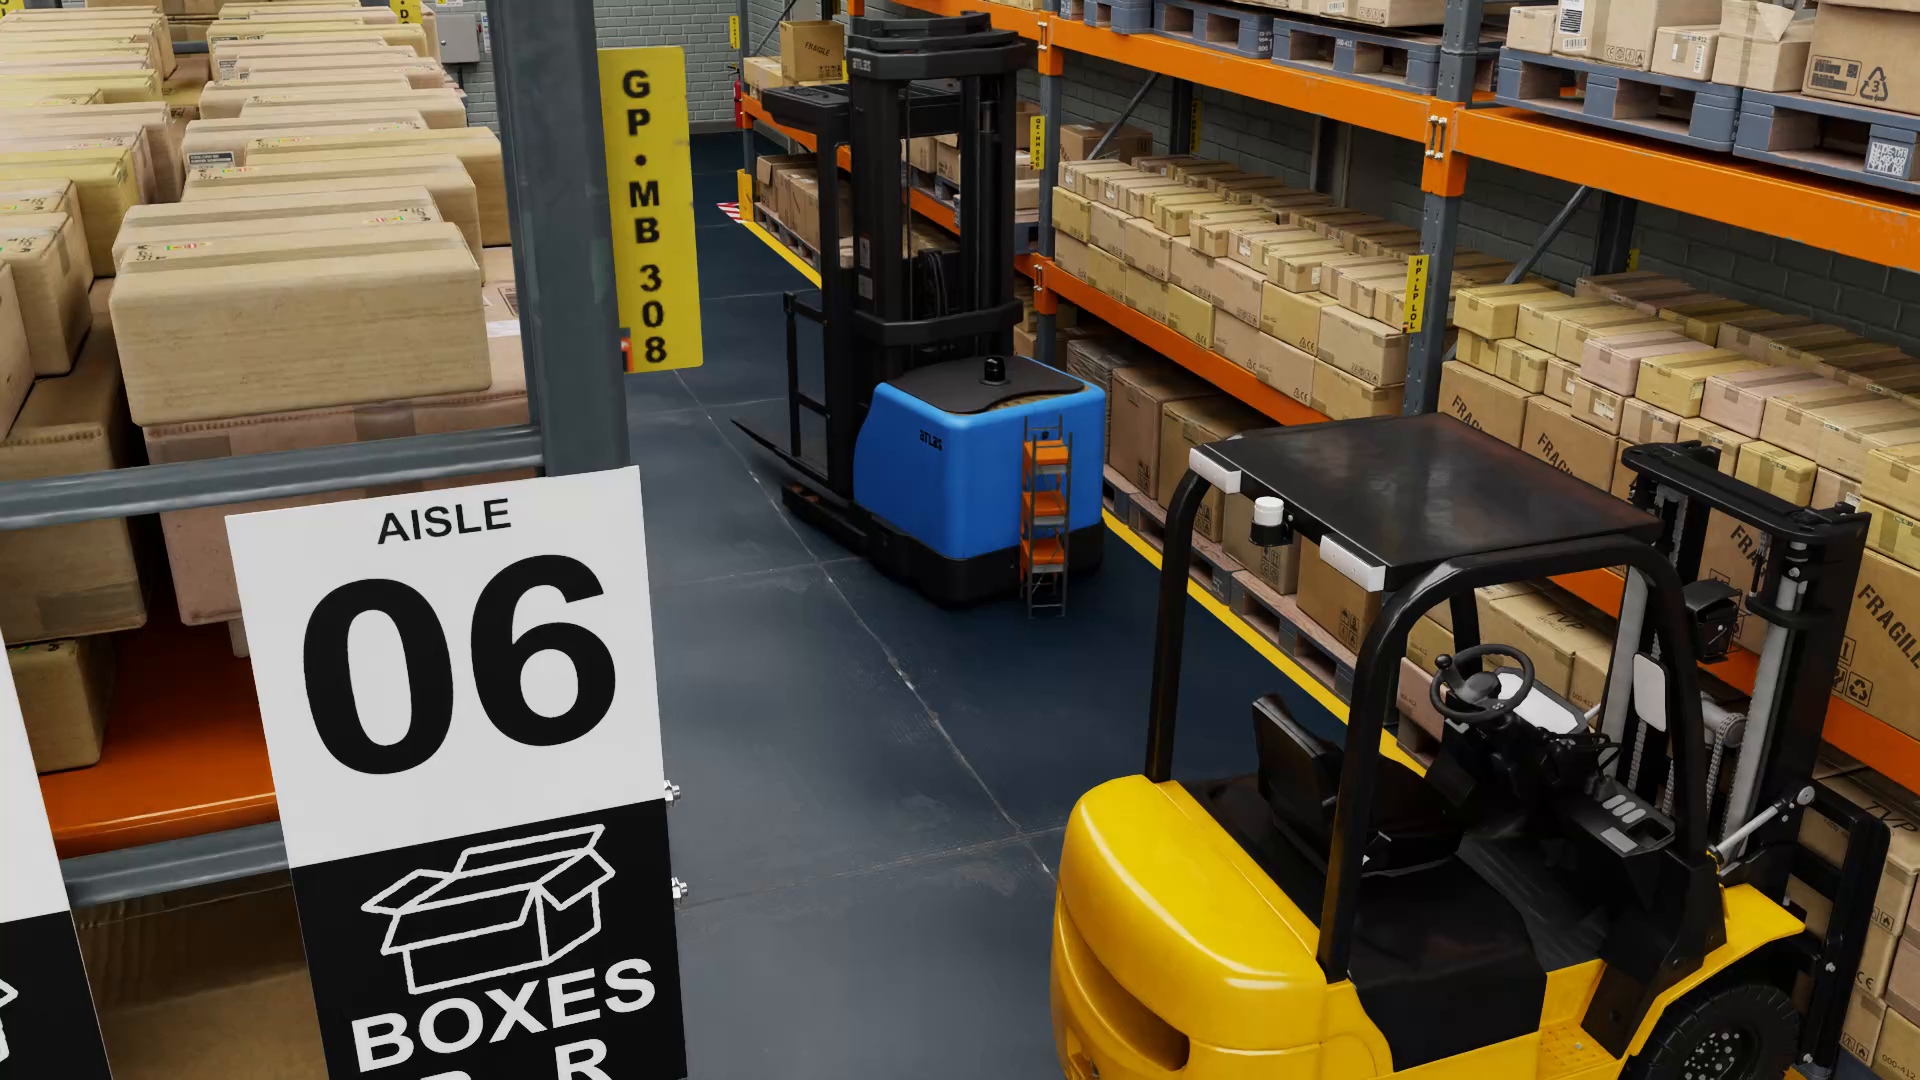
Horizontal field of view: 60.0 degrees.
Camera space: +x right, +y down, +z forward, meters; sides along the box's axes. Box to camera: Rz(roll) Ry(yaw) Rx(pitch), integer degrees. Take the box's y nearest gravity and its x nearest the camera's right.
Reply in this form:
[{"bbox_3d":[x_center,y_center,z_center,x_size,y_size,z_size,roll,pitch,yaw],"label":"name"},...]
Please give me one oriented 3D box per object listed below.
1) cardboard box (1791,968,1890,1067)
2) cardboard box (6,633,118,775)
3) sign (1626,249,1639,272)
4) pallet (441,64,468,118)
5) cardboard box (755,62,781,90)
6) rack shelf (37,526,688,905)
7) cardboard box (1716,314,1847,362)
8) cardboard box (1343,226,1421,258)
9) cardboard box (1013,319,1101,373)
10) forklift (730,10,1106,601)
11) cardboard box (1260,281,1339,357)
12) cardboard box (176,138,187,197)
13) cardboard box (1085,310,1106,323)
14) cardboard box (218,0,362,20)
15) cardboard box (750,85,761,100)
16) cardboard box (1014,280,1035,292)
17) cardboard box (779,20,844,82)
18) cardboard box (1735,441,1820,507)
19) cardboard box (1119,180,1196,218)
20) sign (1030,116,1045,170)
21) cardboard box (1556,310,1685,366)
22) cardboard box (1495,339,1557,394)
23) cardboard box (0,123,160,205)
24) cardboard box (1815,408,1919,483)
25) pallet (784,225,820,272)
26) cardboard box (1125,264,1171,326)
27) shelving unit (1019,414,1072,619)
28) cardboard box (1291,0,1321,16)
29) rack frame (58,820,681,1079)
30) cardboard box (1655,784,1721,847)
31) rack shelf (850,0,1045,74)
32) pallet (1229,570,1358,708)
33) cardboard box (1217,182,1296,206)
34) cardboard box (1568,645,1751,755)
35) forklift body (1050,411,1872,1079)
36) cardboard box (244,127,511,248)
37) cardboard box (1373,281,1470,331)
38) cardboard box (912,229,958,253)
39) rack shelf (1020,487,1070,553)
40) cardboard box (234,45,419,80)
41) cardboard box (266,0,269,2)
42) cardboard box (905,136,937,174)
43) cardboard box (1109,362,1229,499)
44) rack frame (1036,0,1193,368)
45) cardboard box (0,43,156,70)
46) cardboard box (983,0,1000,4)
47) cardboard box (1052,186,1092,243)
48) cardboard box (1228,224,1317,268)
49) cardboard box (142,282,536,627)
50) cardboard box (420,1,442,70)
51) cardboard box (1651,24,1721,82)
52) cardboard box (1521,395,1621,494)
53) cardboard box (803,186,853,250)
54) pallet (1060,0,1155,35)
[{"bbox_3d":[3.020,1.430,5.493,0.500,0.250,0.500,-8,24,-18],"label":"cardboard box"},{"bbox_3d":[-1.214,0.174,1.936,0.380,0.149,0.250,-8,24,-19],"label":"cardboard box"},{"bbox_3d":[2.922,-1.116,7.320,0.100,0.325,0.005,-8,24,-19],"label":"sign"},{"bbox_3d":[-2.358,-1.456,5.723,1.213,0.211,1.003,-8,24,-19],"label":"pallet"},{"bbox_3d":[-1.749,-4.647,16.724,0.500,0.250,0.500,-8,24,-18],"label":"cardboard box"},{"bbox_3d":[-1.533,-0.246,3.535,1.077,0.370,4.000,-8,24,-19],"label":"rack shelf"},{"bbox_3d":[3.101,-0.738,6.292,0.380,0.149,0.250,-9,24,-20],"label":"cardboard box"},{"bbox_3d":[2.173,-1.486,8.449,0.380,0.149,0.250,-8,24,-19],"label":"cardboard box"},{"bbox_3d":[0.640,-1.223,11.468,0.500,0.500,0.500,-8,24,-17],"label":"cardboard box"},{"bbox_3d":[-0.428,-1.547,9.647,1.130,2.935,3.031,-14,27,-30],"label":"forklift"},{"bbox_3d":[1.802,-1.095,8.034,0.500,0.250,0.500,-9,24,-20],"label":"cardboard box"},{"bbox_3d":[-1.804,-0.621,3.310,0.500,0.250,0.500,-8,24,-18],"label":"cardboard box"},{"bbox_3d":[1.097,-1.630,11.598,0.380,0.149,0.250,-7,24,-16],"label":"cardboard box"},{"bbox_3d":[-1.923,-1.470,4.811,0.380,0.149,0.250,-8,24,-18],"label":"cardboard box"},{"bbox_3d":[-1.977,-4.691,17.342,0.380,0.149,0.250,-9,24,-19],"label":"cardboard box"},{"bbox_3d":[0.402,-1.739,11.857,0.380,0.149,0.250,-9,25,-21],"label":"cardboard box"},{"bbox_3d":[-1.398,-4.631,15.720,0.500,0.500,0.500,-8,24,-18],"label":"cardboard box"},{"bbox_3d":[2.797,-0.233,5.476,0.380,0.149,0.250,-9,24,-20],"label":"cardboard box"},{"bbox_3d":[1.142,-1.966,9.589,0.380,0.149,0.250,-8,24,-18],"label":"cardboard box"},{"bbox_3d":[0.486,-2.477,10.375,0.100,0.325,0.005,-8,24,-19],"label":"sign"},{"bbox_3d":[2.514,-0.756,6.334,0.380,0.149,0.250,-9,24,-20],"label":"cardboard box"},{"bbox_3d":[2.363,-0.703,6.593,0.380,0.149,0.250,-8,24,-18],"label":"cardboard box"},{"bbox_3d":[-1.505,-0.563,2.658,0.380,0.149,0.250,-8,24,-19],"label":"cardboard box"},{"bbox_3d":[2.945,-0.290,5.230,0.380,0.149,0.250,-8,24,-18],"label":"cardboard box"},{"bbox_3d":[-1.099,-2.919,16.405,1.003,0.211,1.213,-8,24,-19],"label":"pallet"},{"bbox_3d":[1.280,-1.424,9.459,0.500,0.250,0.500,-9,25,-21],"label":"cardboard box"},{"bbox_3d":[0.442,-0.115,8.655,0.215,1.050,0.252,-3,26,-8],"label":"shelving unit"},{"bbox_3d":[1.731,-2.468,7.535,0.380,0.149,0.250,-8,24,-19],"label":"cardboard box"},{"bbox_3d":[-0.826,1.532,2.254,1.000,3.000,0.127,-8,24,-19],"label":"rack frame"},{"bbox_3d":[2.809,1.008,5.853,0.500,0.250,0.500,-8,24,-19],"label":"cardboard box"},{"bbox_3d":[0.284,-3.835,12.051,1.077,0.370,4.000,-8,24,-19],"label":"rack shelf"},{"bbox_3d":[2.106,0.419,8.485,1.003,0.211,1.213,-8,24,-19],"label":"pallet"},{"bbox_3d":[1.697,-1.945,9.538,0.380,0.149,0.250,-8,24,-19],"label":"cardboard box"},{"bbox_3d":[2.638,0.594,6.191,0.500,0.250,0.500,-7,24,-17],"label":"cardboard box"},{"bbox_3d":[1.440,0.802,5.078,2.313,2.155,1.214,-8,24,-19],"label":"forklift body"},{"bbox_3d":[-0.914,-0.549,2.626,0.380,0.149,0.250,-8,24,-19],"label":"cardboard box"},{"bbox_3d":[2.075,-1.043,7.398,0.380,0.149,0.250,-7,24,-17],"label":"cardboard box"},{"bbox_3d":[-0.164,-2.405,13.437,0.380,0.149,0.250,-9,24,-20],"label":"cardboard box"},{"bbox_3d":[0.442,-0.105,8.659,0.215,0.259,0.240,-3,26,-8],"label":"rack shelf"},{"bbox_3d":[-1.402,-1.008,3.715,0.380,0.149,0.250,-8,24,-18],"label":"cardboard box"},{"bbox_3d":[-3.087,-2.255,7.242,0.797,0.503,0.637,-8,24,-19],"label":"cardboard box"},{"bbox_3d":[-0.001,-3.071,12.504,0.700,0.500,0.500,-8,24,-19],"label":"cardboard box"},{"bbox_3d":[1.436,-0.692,10.046,0.875,0.625,0.625,-8,24,-17],"label":"cardboard box"},{"bbox_3d":[0.990,-2.057,10.769,1.000,3.000,0.127,-8,24,-19],"label":"rack frame"},{"bbox_3d":[-2.027,-1.026,3.758,0.380,0.149,0.250,-9,25,-21],"label":"cardboard box"},{"bbox_3d":[0.403,-3.706,11.012,0.500,0.250,0.500,-8,24,-19],"label":"cardboard box"},{"bbox_3d":[0.895,-2.021,10.231,0.500,0.250,0.500,-8,24,-19],"label":"cardboard box"},{"bbox_3d":[1.596,-1.503,8.490,0.380,0.149,0.250,-8,24,-19],"label":"cardboard box"},{"bbox_3d":[-0.754,-0.138,2.163,0.500,0.250,0.500,-9,24,-20],"label":"cardboard box"},{"bbox_3d":[-2.070,-1.696,5.701,0.500,0.250,0.500,-9,24,-20],"label":"cardboard box"},{"bbox_3d":[2.549,-1.626,5.538,0.380,0.149,0.250,-8,24,-17],"label":"cardboard box"},{"bbox_3d":[2.515,-0.266,6.391,0.500,0.500,0.500,-8,24,-18],"label":"cardboard box"},{"bbox_3d":[-1.076,-3.078,15.867,0.700,0.500,0.500,-9,25,-21],"label":"cardboard box"},{"bbox_3d":[1.314,-3.118,9.668,1.213,0.211,1.003,-7,24,-17],"label":"pallet"}]
